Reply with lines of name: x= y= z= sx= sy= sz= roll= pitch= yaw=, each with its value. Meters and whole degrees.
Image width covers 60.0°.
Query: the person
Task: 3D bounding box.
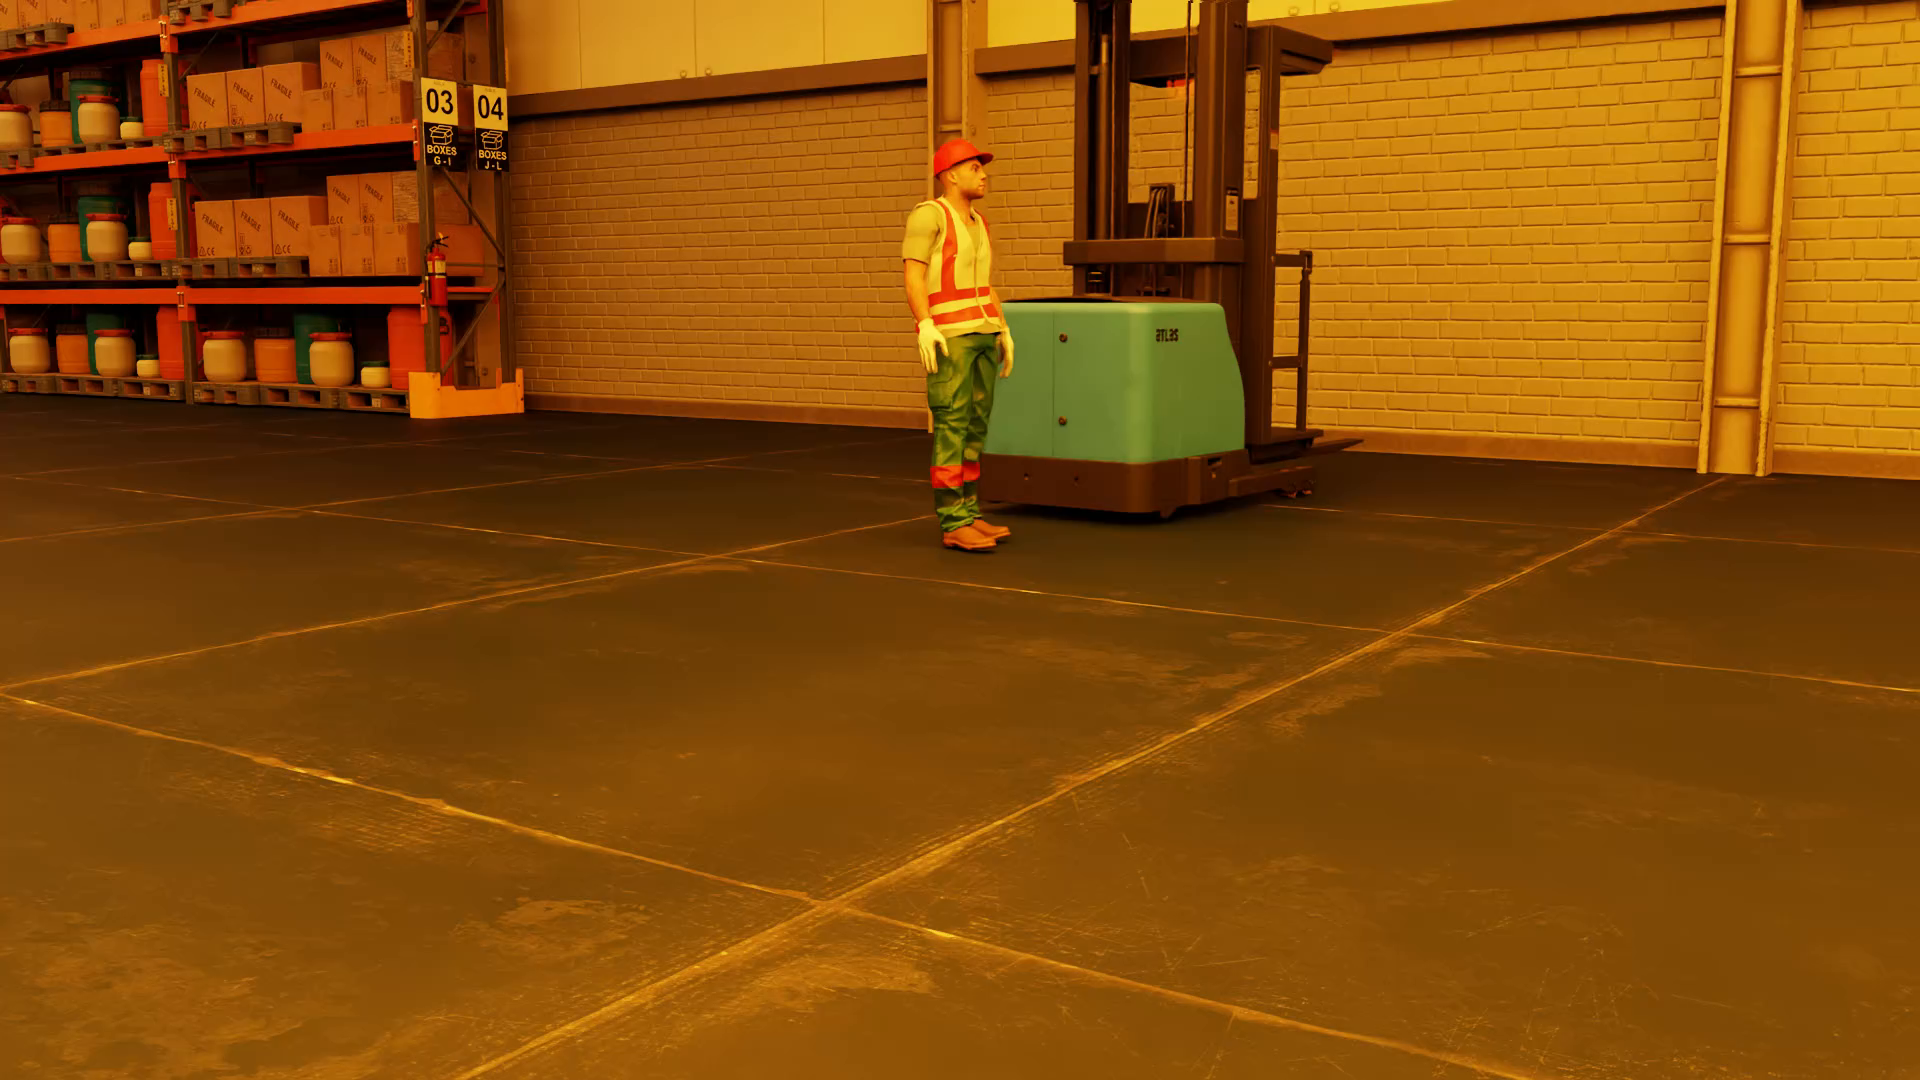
person: x=0.070 y=-0.883 z=7.419 sx=0.564 sy=1.789 sz=0.643 roll=6 pitch=10 yaw=36

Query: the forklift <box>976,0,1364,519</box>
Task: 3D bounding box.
forklift: x=1.363 y=-1.718 z=9.275 sx=1.130 sy=2.935 sz=3.031 roll=6 pitch=10 yaw=36
